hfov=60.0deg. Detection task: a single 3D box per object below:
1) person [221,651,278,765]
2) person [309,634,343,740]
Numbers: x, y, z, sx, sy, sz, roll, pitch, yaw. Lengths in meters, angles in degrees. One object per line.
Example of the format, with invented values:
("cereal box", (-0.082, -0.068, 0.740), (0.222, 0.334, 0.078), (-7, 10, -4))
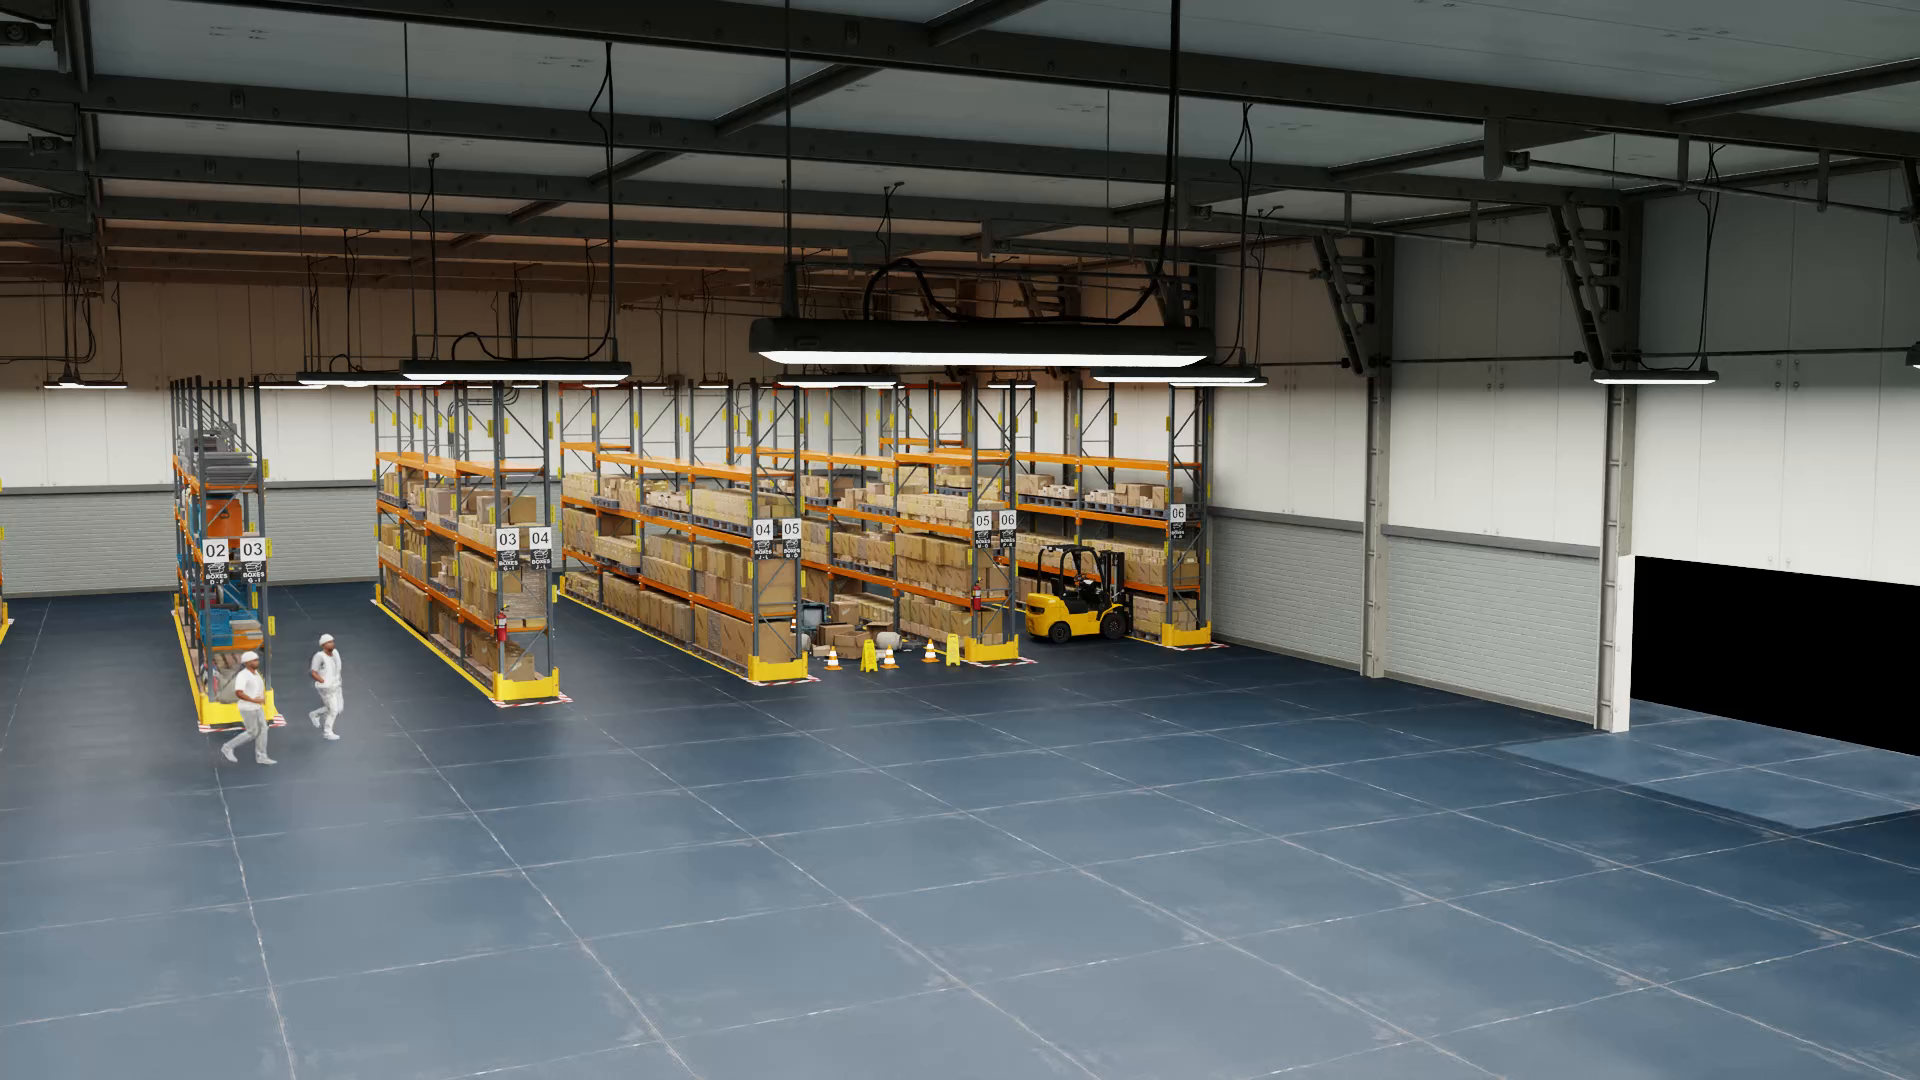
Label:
("person", (-10.914, 2.585, 25.510), (0.799, 1.766, 0.726), (0, 5, -4))
("person", (-10.494, 2.419, 27.474), (0.670, 1.752, 0.691), (1, 5, 13))
